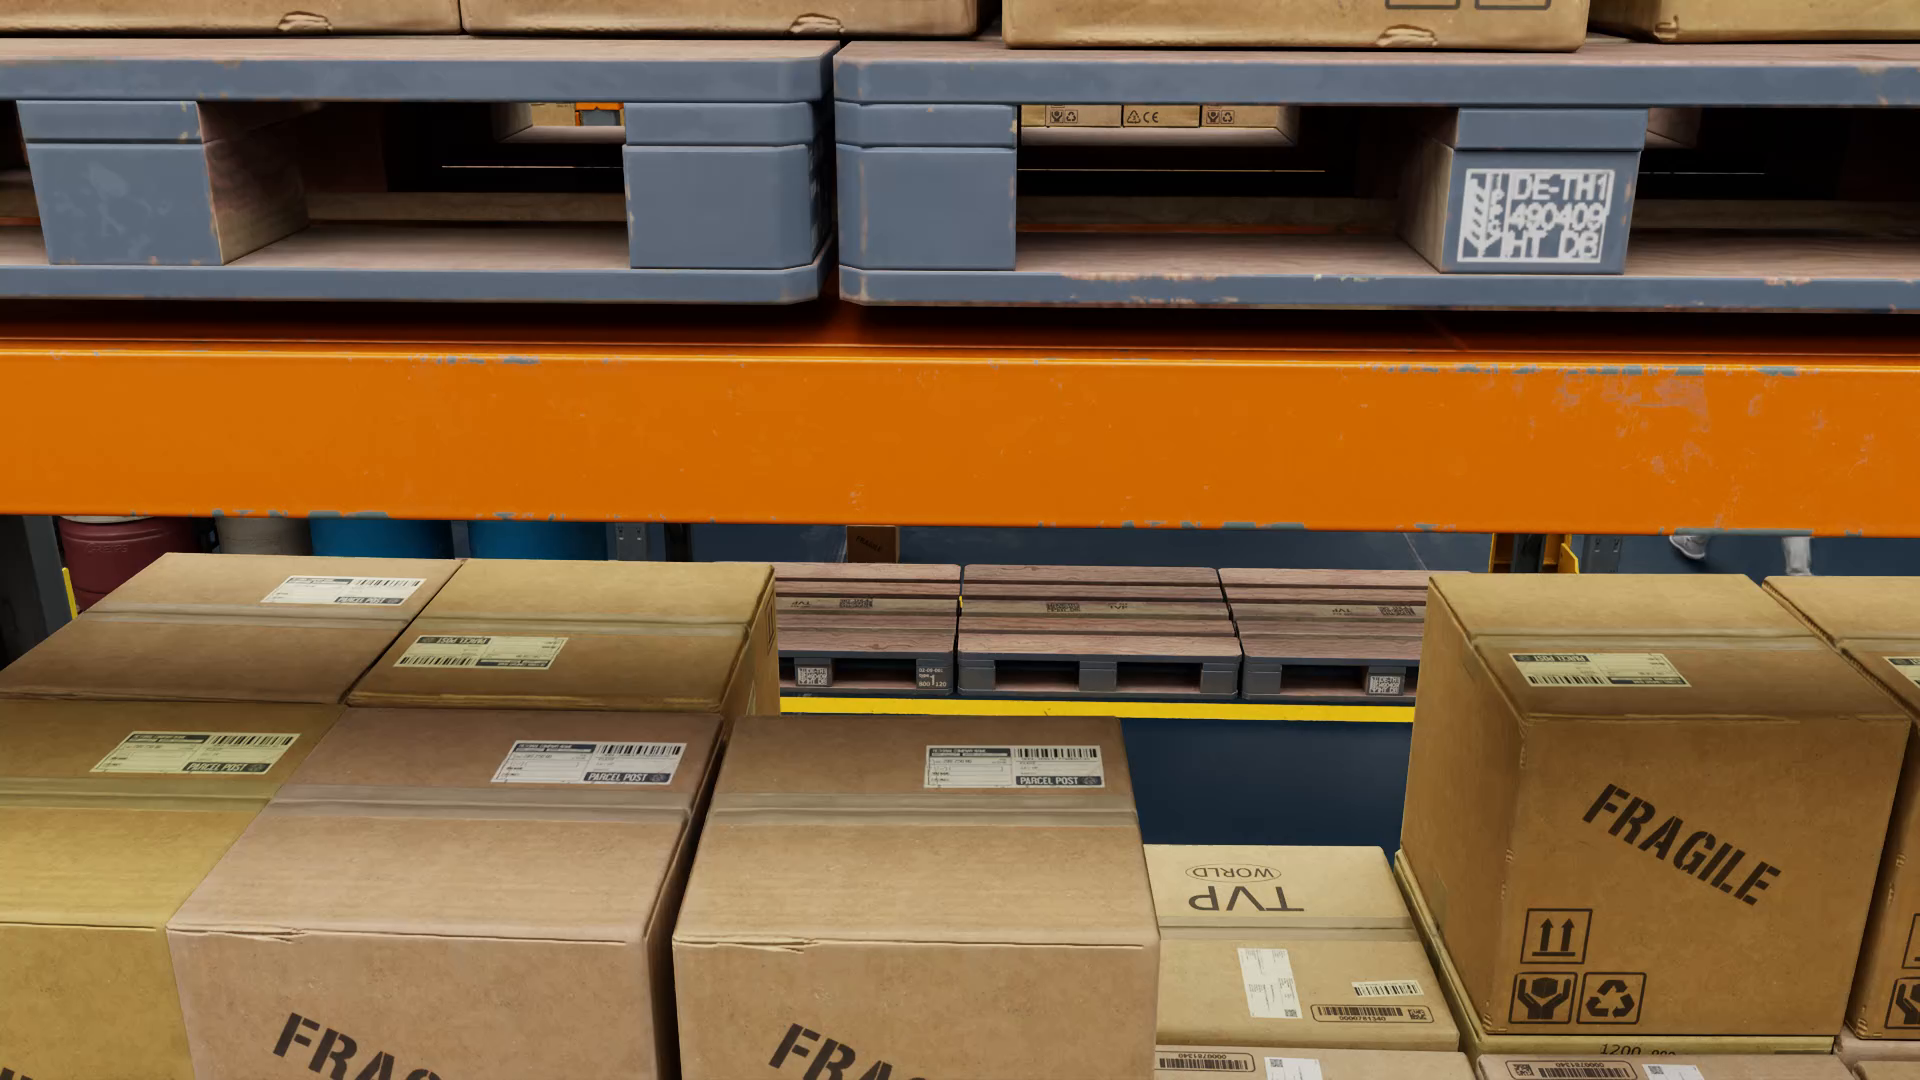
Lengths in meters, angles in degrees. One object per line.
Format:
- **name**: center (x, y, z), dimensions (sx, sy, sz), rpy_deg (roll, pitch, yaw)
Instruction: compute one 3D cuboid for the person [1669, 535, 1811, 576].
- **person**: center (3.879, -0.573, 8.043), dimensions (0.497, 1.622, 1.044), rpy_deg (0, 21, 0)
